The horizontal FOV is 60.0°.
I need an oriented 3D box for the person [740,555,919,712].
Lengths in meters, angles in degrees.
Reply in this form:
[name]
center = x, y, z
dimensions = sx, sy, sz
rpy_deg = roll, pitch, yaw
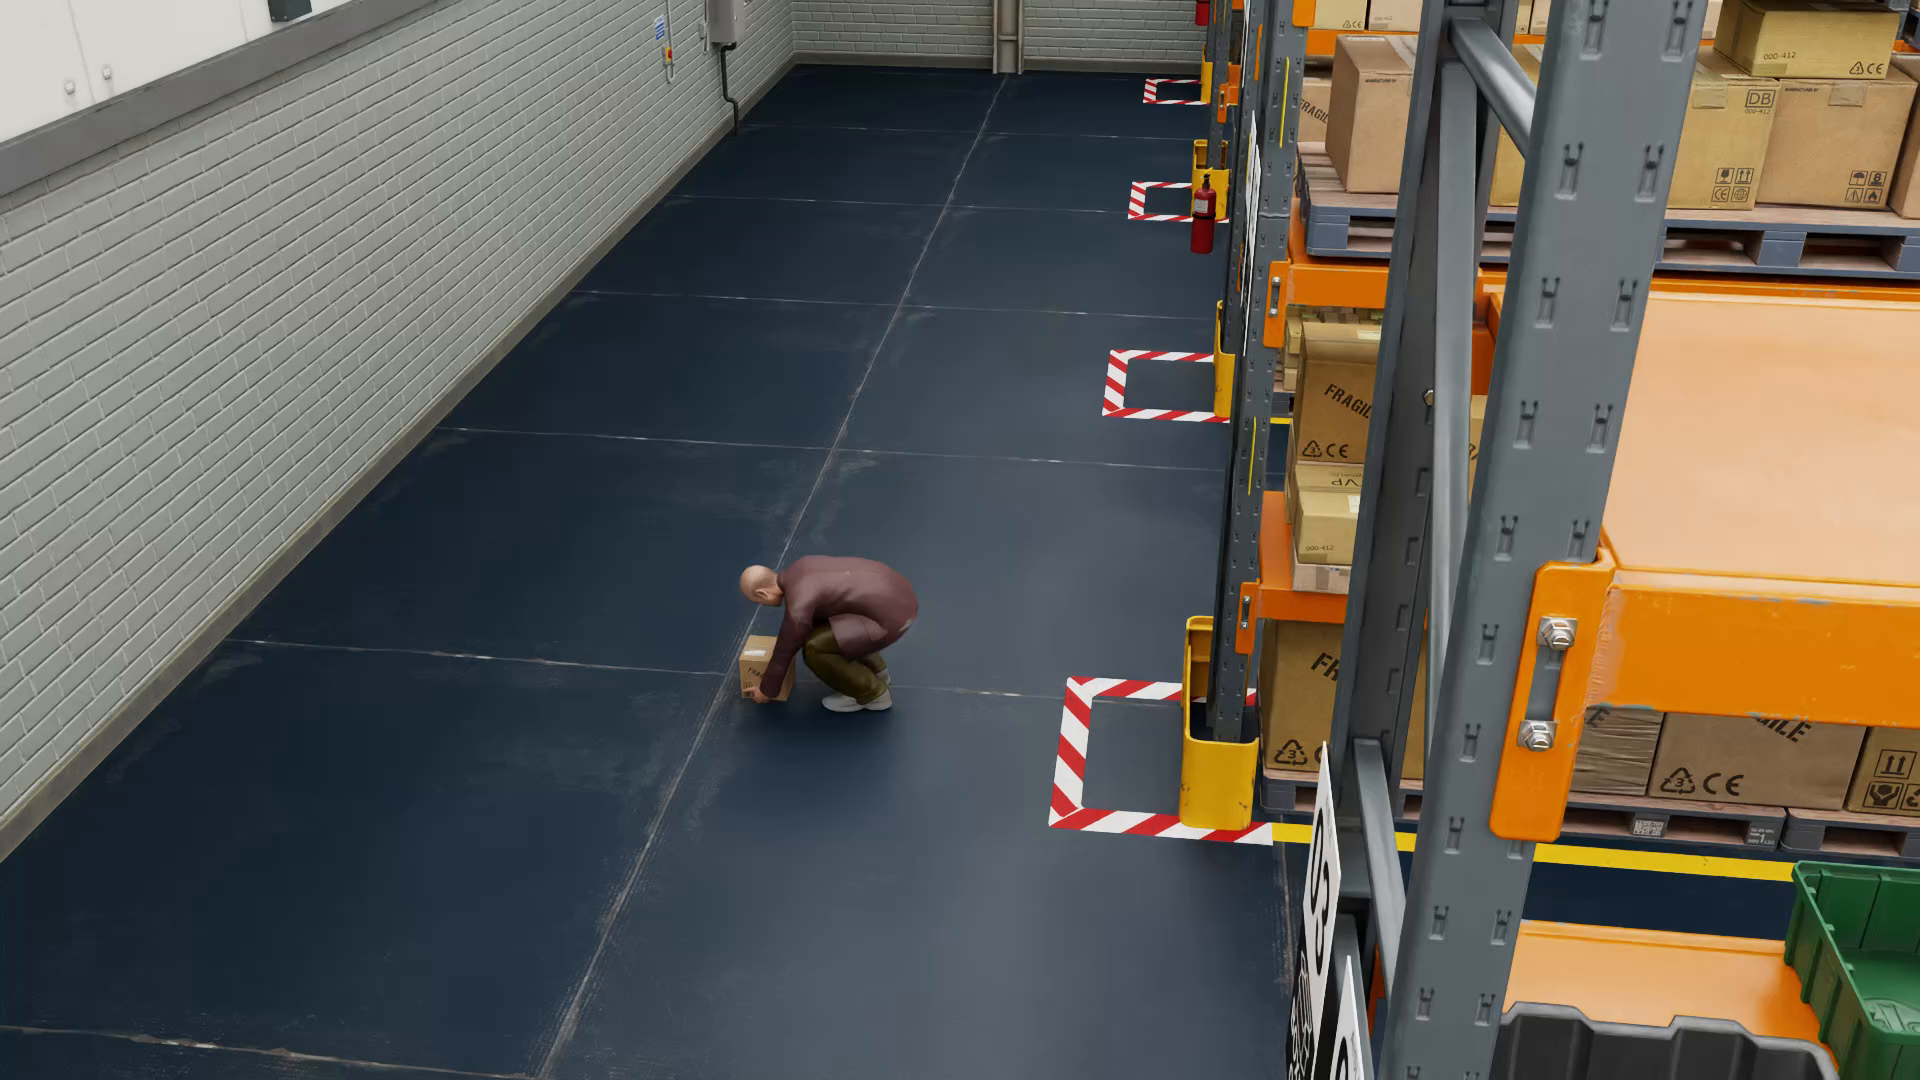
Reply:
[person]
center = -0.693, 0.489, 8.907
dimensions = 0.949, 0.814, 0.575
rpy_deg = 3, 28, 5
